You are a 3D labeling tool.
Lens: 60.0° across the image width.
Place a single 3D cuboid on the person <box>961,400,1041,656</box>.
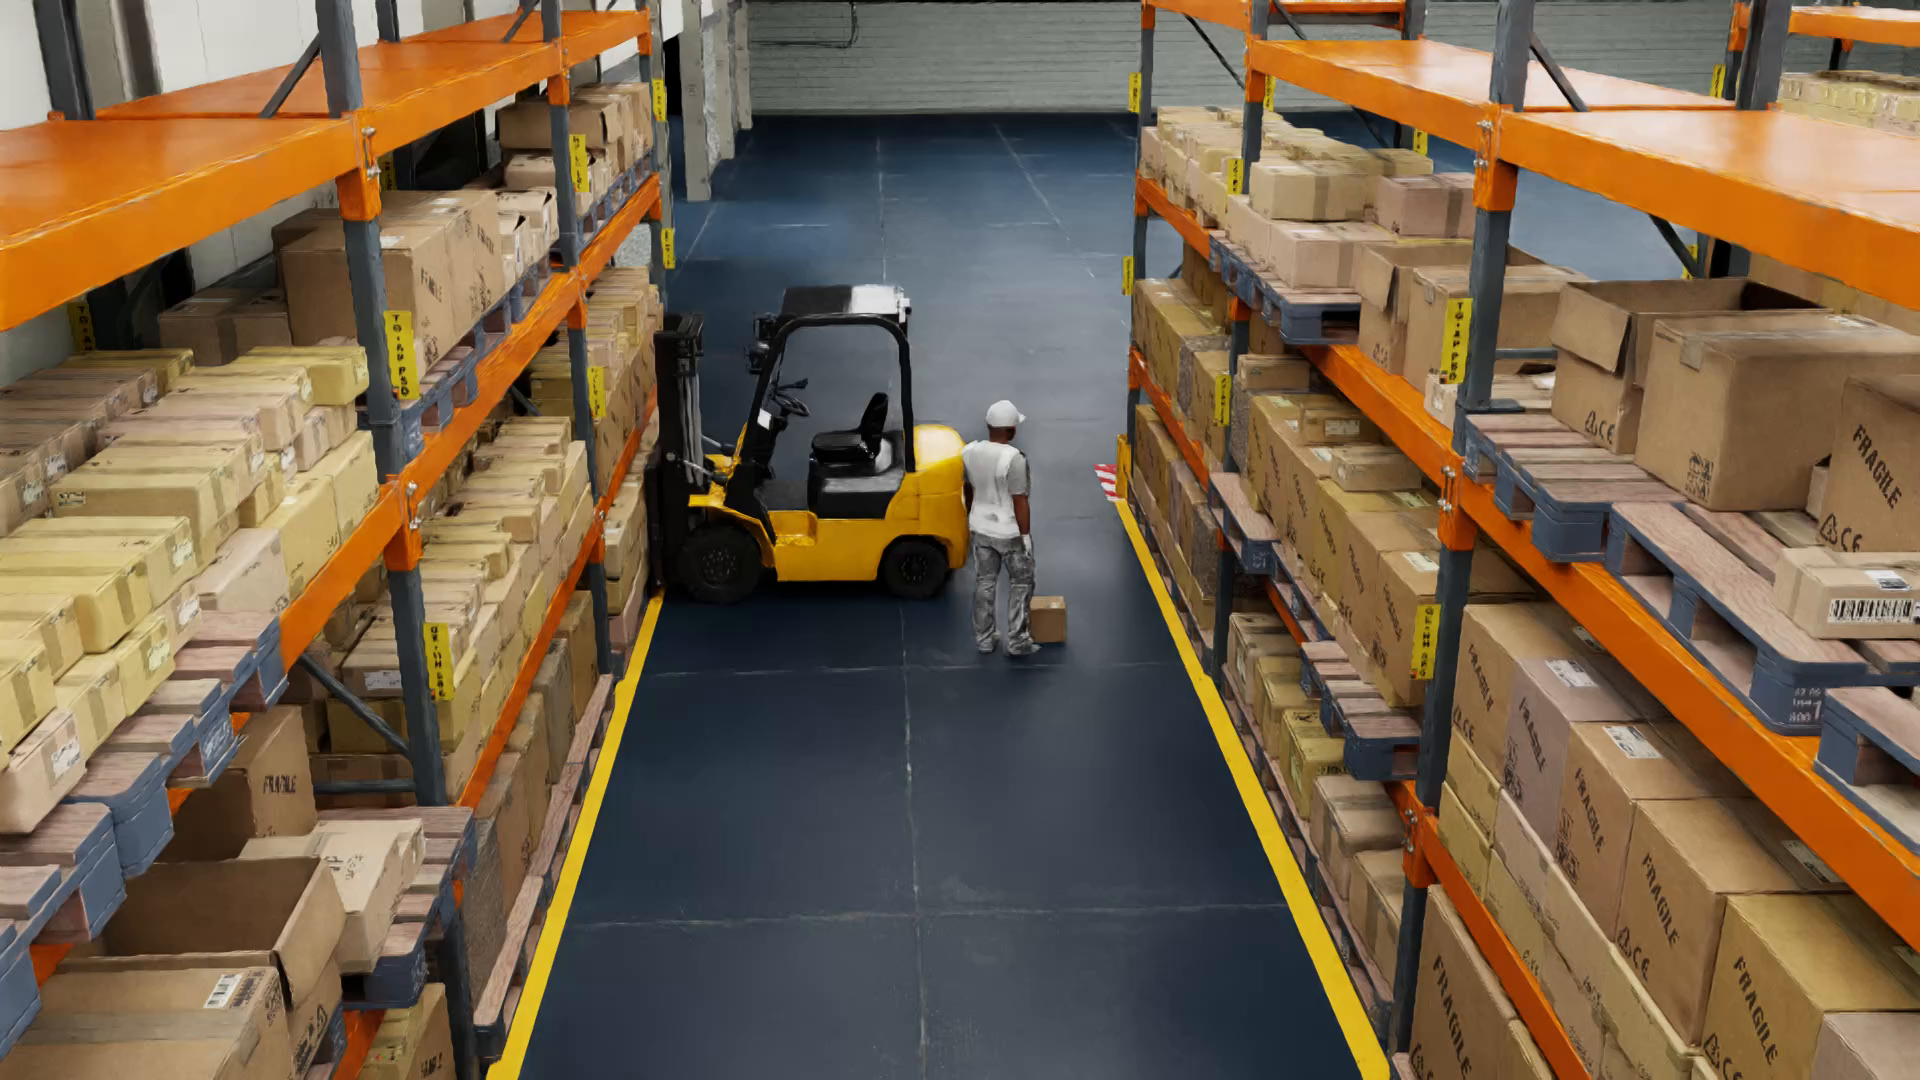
[{"bbox_3d":[0.284,-0.066,11.255,0.631,1.834,0.453,15,25,36],"label":"person"}]
